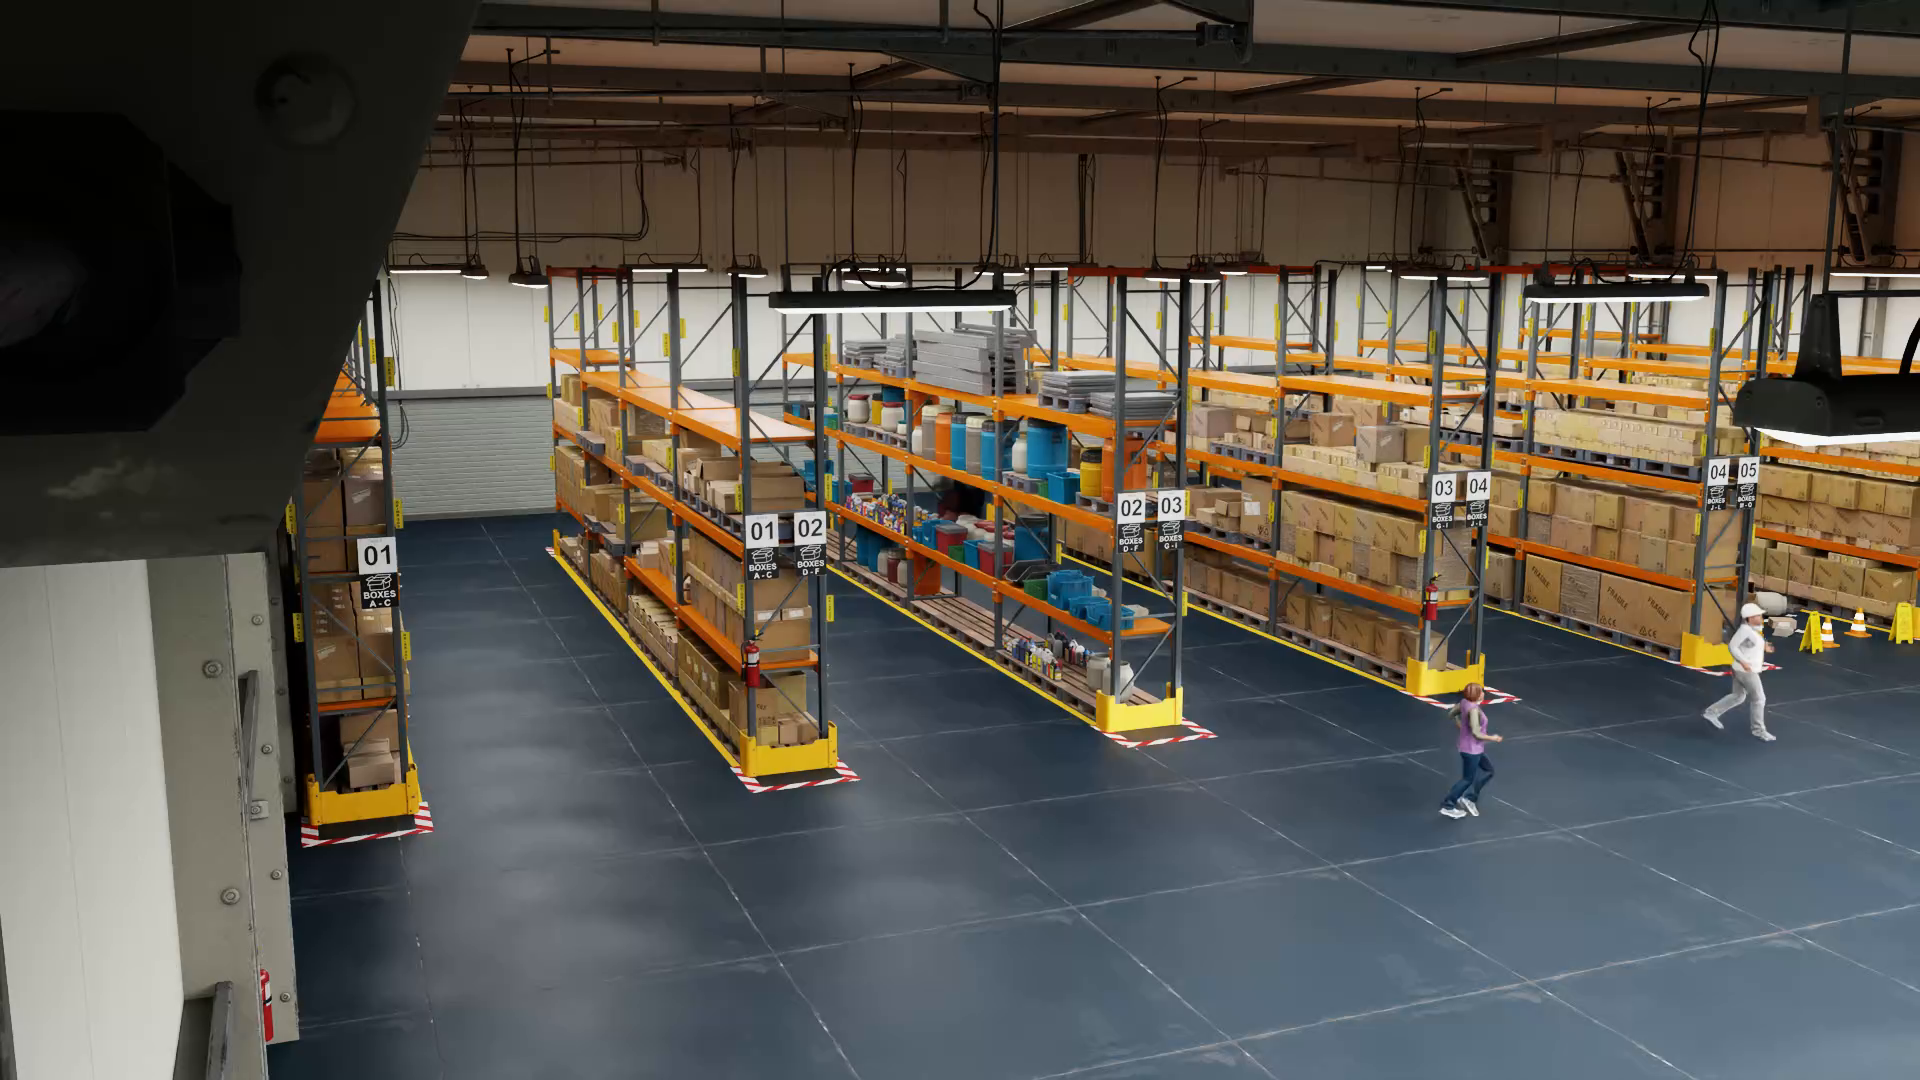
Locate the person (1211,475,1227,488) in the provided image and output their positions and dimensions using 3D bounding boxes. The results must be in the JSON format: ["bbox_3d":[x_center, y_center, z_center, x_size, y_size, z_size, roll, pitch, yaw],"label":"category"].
[{"bbox_3d":[6.564,-1.684,41.791,0.609,1.572,0.676,3,10,16],"label":"person"}]

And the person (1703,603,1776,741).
[{"bbox_3d":[10.267,1.700,21.782,0.896,1.794,0.640,4,11,20],"label":"person"}]

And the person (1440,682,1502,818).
[{"bbox_3d":[5.728,2.351,18.622,0.629,1.578,0.545,1,10,8],"label":"person"}]
